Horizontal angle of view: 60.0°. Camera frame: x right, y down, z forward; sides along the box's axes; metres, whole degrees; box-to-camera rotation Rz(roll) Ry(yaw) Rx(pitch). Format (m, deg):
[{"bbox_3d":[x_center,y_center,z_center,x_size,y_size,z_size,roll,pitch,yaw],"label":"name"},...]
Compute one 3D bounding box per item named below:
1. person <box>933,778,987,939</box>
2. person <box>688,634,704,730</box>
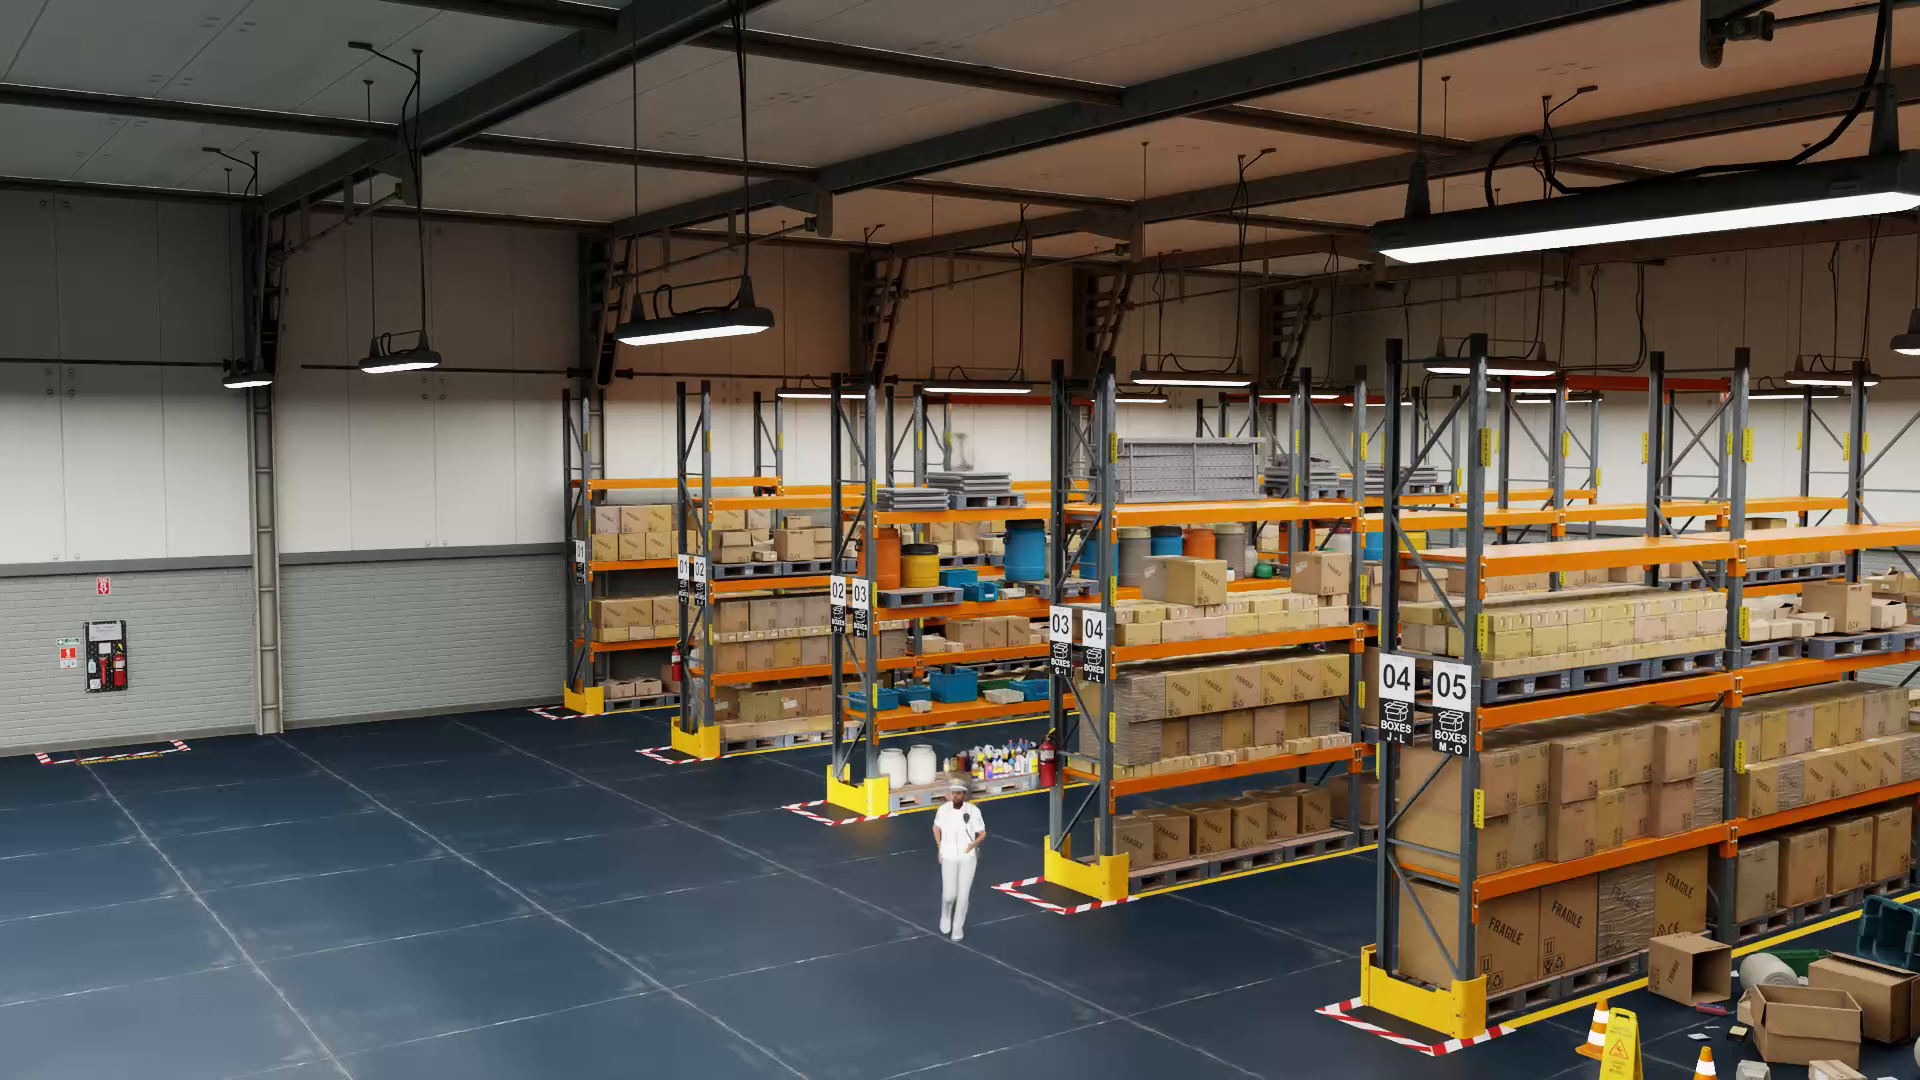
[{"bbox_3d":[-0.014,3.247,16.901,0.561,1.664,0.558,0,4,4],"label":"person"},{"bbox_3d":[-4.544,2.452,28.884,0.618,1.667,0.893,3,5,41],"label":"person"}]
